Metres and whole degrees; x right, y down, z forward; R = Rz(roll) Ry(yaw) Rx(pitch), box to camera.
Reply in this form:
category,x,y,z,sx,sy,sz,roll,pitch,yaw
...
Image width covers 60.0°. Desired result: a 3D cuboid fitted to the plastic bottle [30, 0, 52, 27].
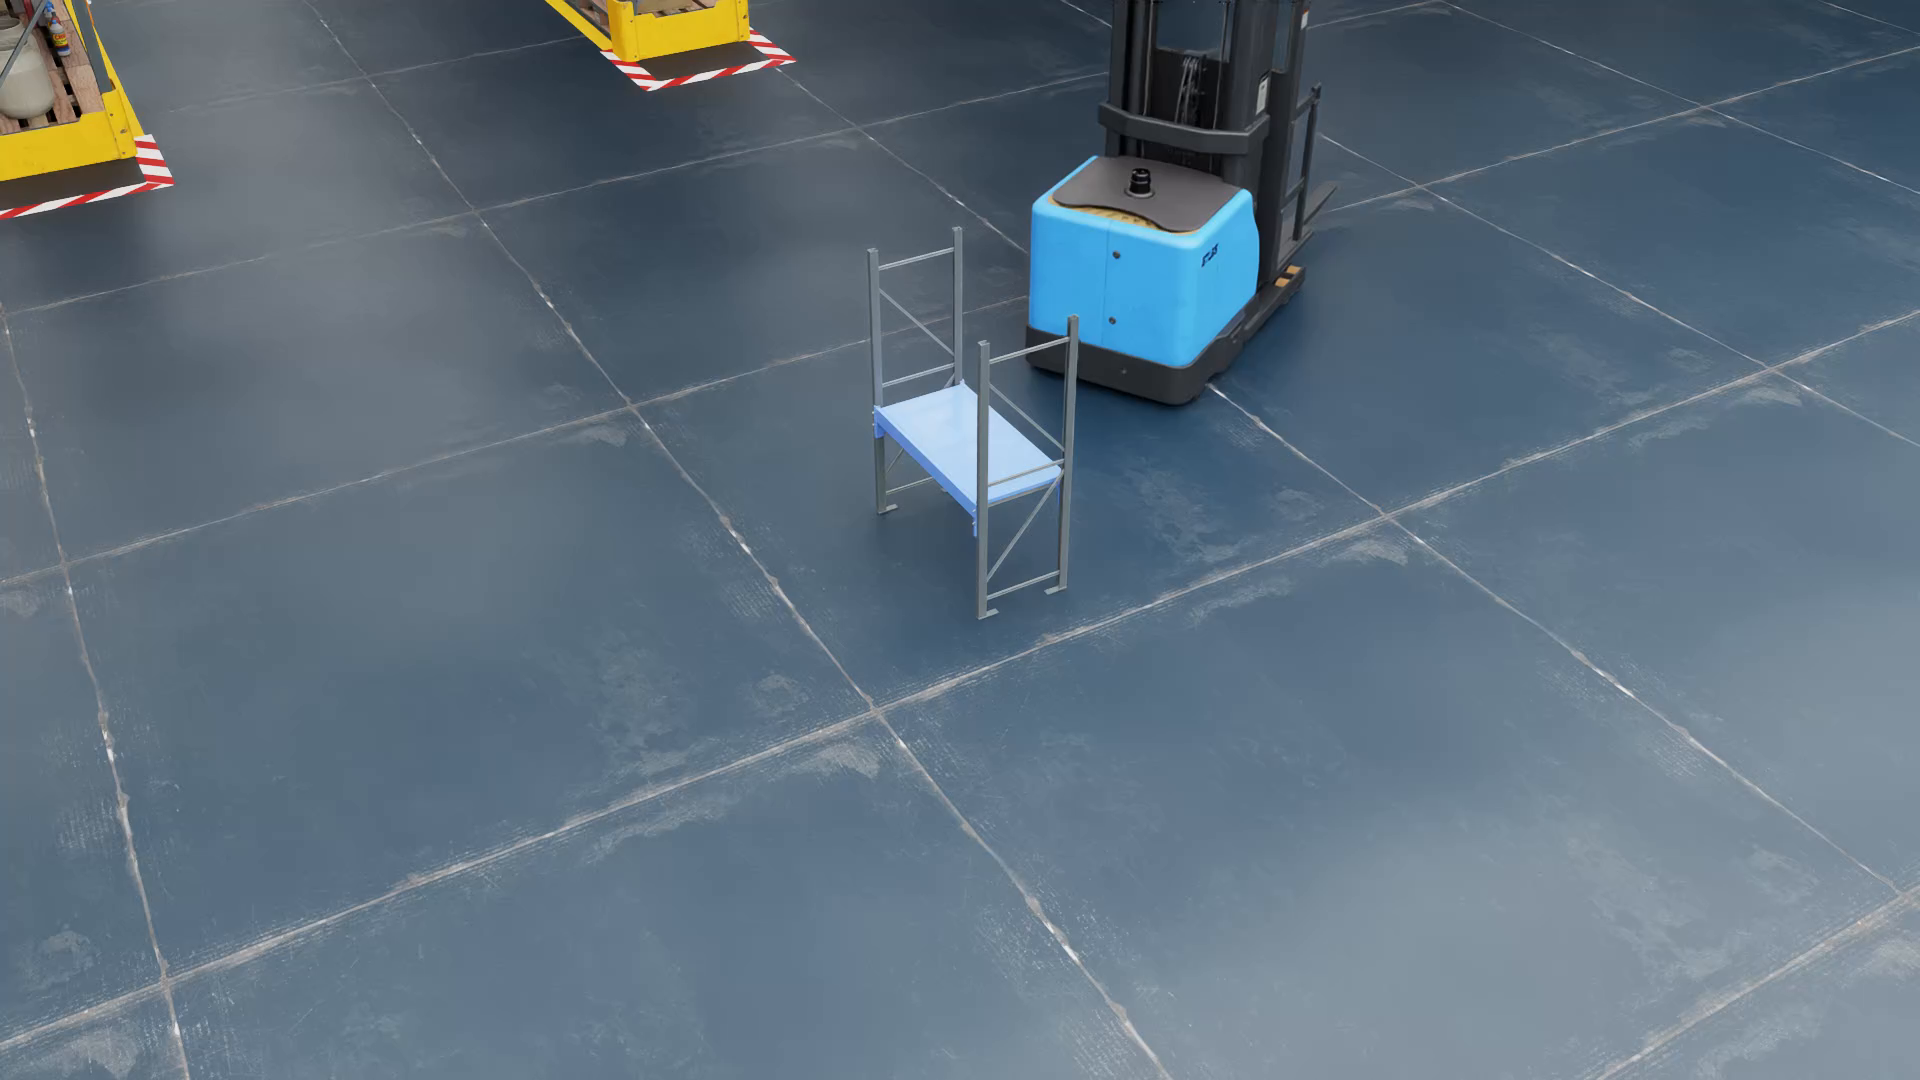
category,x,y,z,sx,sy,sz,roll,pitch,yaw
plastic bottle,-7.735,-4.495,14.025,0.152,0.276,0.135,-18,40,-23

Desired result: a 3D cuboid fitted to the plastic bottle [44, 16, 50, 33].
category,x,y,z,sx,sy,sz,roll,pitch,yaw
plastic bottle,-7.549,-4.308,13.832,0.097,0.201,0.097,0,36,0

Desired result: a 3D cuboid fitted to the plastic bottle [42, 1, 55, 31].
category,x,y,z,sx,sy,sz,roll,pitch,yaw
plastic bottle,-7.601,-4.389,13.884,0.097,0.271,0.097,0,36,0

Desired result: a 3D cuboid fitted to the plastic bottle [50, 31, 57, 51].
category,x,y,z,sx,sy,sz,roll,pitch,yaw
plastic bottle,-7.329,-4.085,13.526,0.097,0.201,0.097,0,36,0

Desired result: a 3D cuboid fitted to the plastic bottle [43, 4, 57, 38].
category,x,y,z,sx,sy,sz,roll,pitch,yaw
plastic bottle,-7.499,-4.286,13.743,0.097,0.271,0.097,0,36,0

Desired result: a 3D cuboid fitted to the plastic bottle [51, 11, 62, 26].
category,x,y,z,sx,sy,sz,roll,pitch,yaw
plastic bottle,-7.375,-4.186,13.595,0.061,0.283,0.133,-18,40,-23

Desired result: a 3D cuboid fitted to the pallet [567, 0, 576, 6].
category,x,y,z,sx,sy,sz,roll,pitch,yaw
pallet,-3.377,-5.394,15.684,1.003,0.211,1.213,-19,40,-24

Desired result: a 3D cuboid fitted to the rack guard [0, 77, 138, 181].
category,x,y,z,sx,sy,sz,roll,pitch,yaw
rack guard,-6.714,-2.983,12.137,1.175,0.500,0.348,-19,40,-24

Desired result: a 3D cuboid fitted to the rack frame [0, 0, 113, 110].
category,x,y,z,sx,sy,sz,roll,pitch,yaw
rack frame,-6.635,-3.967,11.366,1.000,3.000,0.127,-19,40,-24

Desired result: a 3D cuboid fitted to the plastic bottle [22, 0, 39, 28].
category,x,y,z,sx,sy,sz,roll,pitch,yaw
plastic bottle,-7.827,-4.466,13.979,0.061,0.283,0.133,-19,40,-24

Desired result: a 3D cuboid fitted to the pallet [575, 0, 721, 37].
category,x,y,z,sx,sy,sz,roll,pitch,yaw
pallet,-2.768,-4.772,14.833,1.003,0.211,1.213,-19,40,-24

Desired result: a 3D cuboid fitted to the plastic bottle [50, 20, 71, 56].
category,x,y,z,sx,sy,sz,roll,pitch,yaw
plastic bottle,-7.277,-4.060,13.433,0.097,0.271,0.097,0,36,0

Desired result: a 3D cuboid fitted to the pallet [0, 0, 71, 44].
category,x,y,z,sx,sy,sz,roll,pitch,yaw
pallet,-8.343,-4.526,14.496,1.003,0.211,1.213,-19,40,-24

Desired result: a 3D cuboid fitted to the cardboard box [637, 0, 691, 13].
category,x,y,z,sx,sy,sz,roll,pitch,yaw
cardboard box,-2.652,-4.919,14.432,0.500,0.500,0.500,-12,38,-16

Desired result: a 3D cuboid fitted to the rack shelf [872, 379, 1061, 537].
category,x,y,z,sx,sy,sz,roll,pitch,yaw
rack shelf,0.043,-0.417,8.082,0.538,0.185,1.000,-19,40,-24

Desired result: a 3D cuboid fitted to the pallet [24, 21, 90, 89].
category,x,y,z,sx,sy,sz,roll,pitch,yaw
pallet,-7.726,-3.903,13.643,1.003,0.211,1.213,-19,40,-24

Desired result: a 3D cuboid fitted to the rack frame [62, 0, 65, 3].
category,x,y,z,sx,sy,sz,roll,pitch,yaw
rack frame,-8.645,-6.007,14.159,1.000,3.000,0.127,-19,40,-24

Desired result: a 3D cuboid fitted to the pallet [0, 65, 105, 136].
category,x,y,z,sx,sy,sz,roll,pitch,yaw
pallet,-7.118,-3.282,12.792,1.003,0.211,1.213,-19,40,-24

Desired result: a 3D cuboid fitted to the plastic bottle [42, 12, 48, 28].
category,x,y,z,sx,sy,sz,roll,pitch,yaw
plastic bottle,-7.652,-4.413,13.976,0.097,0.201,0.097,0,36,0

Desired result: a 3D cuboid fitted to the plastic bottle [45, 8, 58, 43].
category,x,y,z,sx,sy,sz,roll,pitch,yaw
plastic bottle,-7.449,-4.235,13.673,0.097,0.271,0.097,0,36,0

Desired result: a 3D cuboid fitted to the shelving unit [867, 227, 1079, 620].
category,x,y,z,sx,sy,sz,roll,pitch,yaw
shelving unit,0.043,-0.562,7.975,0.538,1.500,1.048,-19,40,-24

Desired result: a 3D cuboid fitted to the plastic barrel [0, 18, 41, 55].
category,x,y,z,sx,sy,sz,roll,pitch,yaw
plastic barrel,-7.284,-3.701,12.755,0.421,0.512,0.421,0,36,0

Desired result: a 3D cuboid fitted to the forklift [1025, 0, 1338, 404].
category,x,y,z,sx,sy,sz,roll,pitch,yaw
forklift,1.558,-2.796,9.821,1.130,2.935,3.031,19,40,24

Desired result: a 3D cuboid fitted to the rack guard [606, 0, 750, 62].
category,x,y,z,sx,sy,sz,roll,pitch,yaw
rack guard,-2.391,-4.464,14.166,1.175,0.500,0.348,-19,40,-24

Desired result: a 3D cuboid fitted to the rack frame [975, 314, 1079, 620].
category,x,y,z,sx,sy,sz,roll,pitch,yaw
rack frame,0.298,-0.303,7.621,0.500,1.500,0.032,-19,40,-24

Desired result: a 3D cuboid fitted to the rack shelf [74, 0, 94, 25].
category,x,y,z,sx,sy,sz,roll,pitch,yaw
rack shelf,-7.640,-4.697,12.975,1.077,0.370,4.000,-19,40,-24

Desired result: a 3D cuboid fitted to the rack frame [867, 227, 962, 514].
category,x,y,z,sx,sy,sz,roll,pitch,yaw
rack frame,-0.213,-0.821,8.330,0.500,1.500,0.032,-19,40,-24

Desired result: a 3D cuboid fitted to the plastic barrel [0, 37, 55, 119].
category,x,y,z,sx,sy,sz,roll,pitch,yaw
plastic barrel,-7.032,-3.445,12.405,0.421,0.512,0.421,0,36,0

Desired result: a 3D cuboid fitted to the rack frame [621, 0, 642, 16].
category,x,y,z,sx,sy,sz,roll,pitch,yaw
rack frame,-2.353,-5.435,13.376,1.000,3.000,0.127,-19,40,-24

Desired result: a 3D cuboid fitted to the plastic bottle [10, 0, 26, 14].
category,x,y,z,sx,sy,sz,roll,pitch,yaw
plastic bottle,-8.091,-4.687,14.288,0.152,0.276,0.135,-19,40,-24
